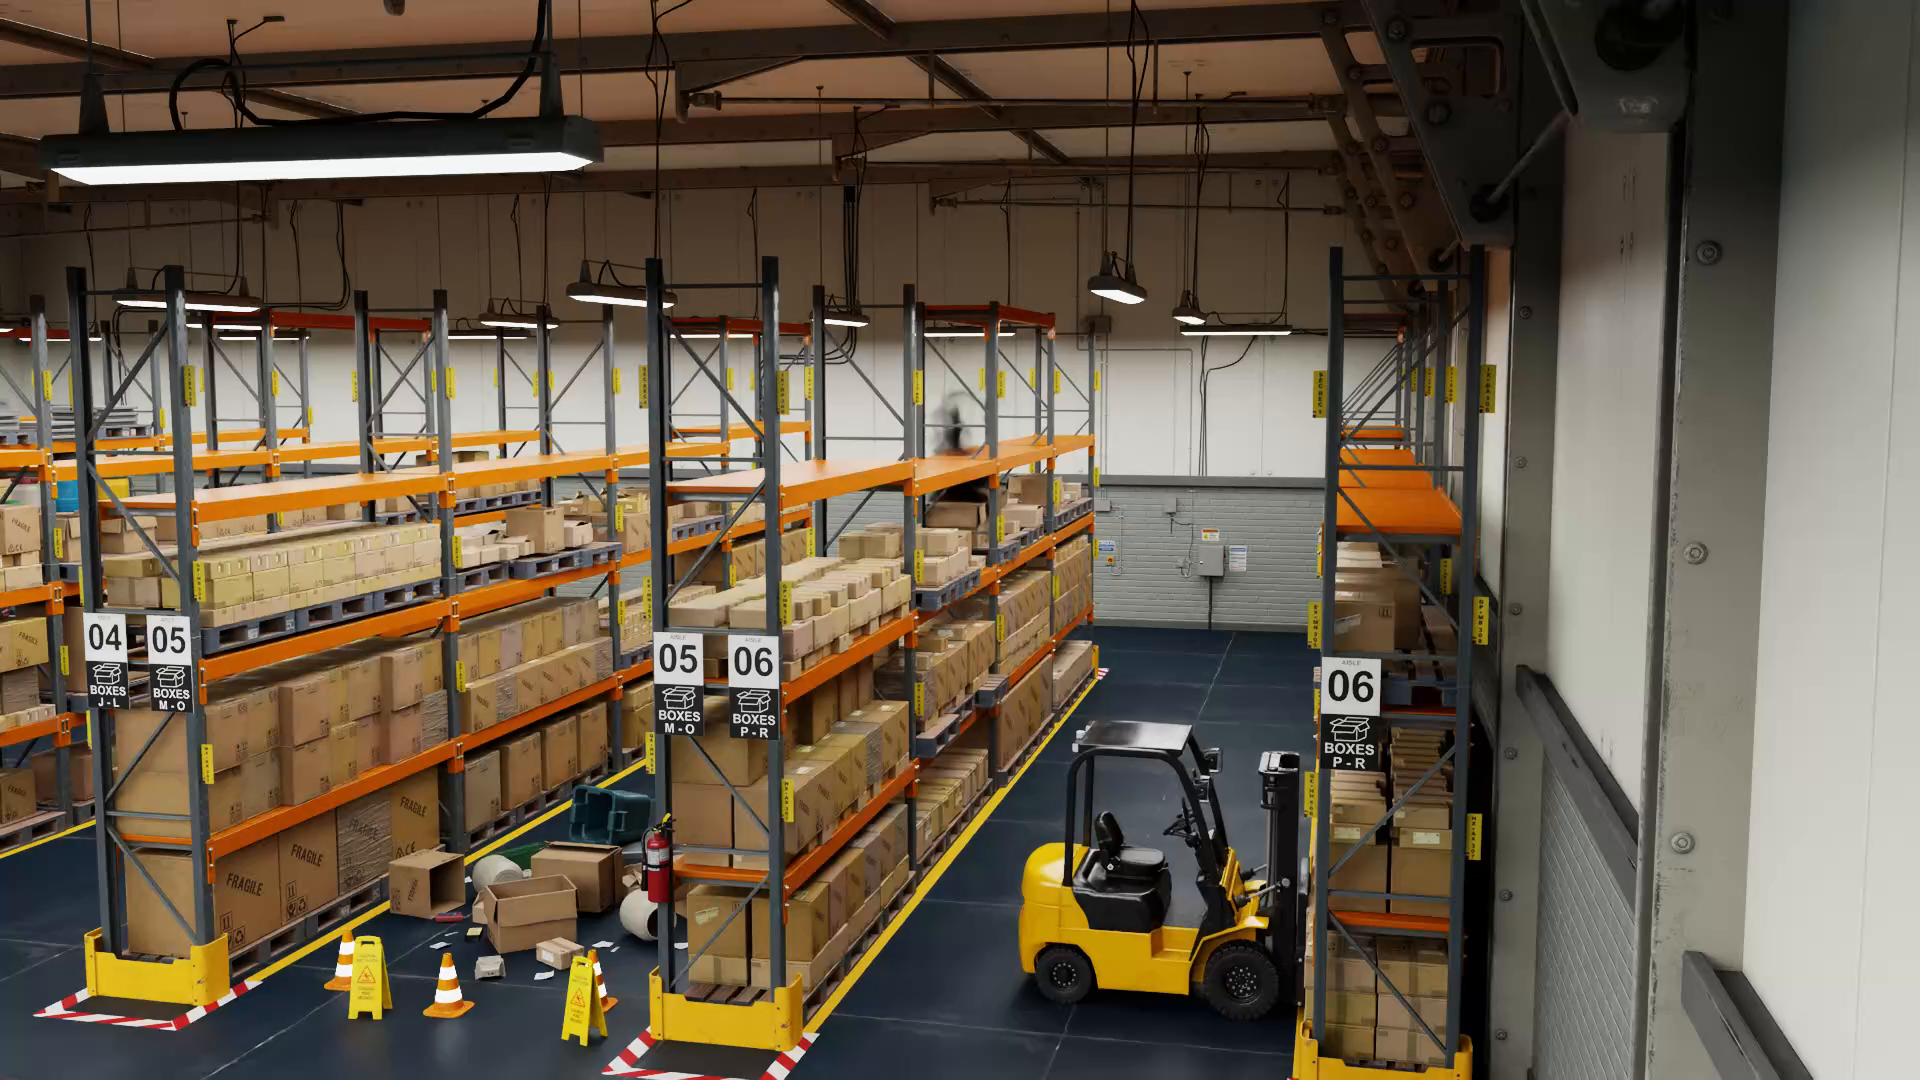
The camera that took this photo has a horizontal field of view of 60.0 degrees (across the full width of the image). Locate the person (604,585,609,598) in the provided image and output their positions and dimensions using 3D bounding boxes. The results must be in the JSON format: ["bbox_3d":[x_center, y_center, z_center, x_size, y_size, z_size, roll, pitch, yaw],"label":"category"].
[{"bbox_3d":[-5.604,1.587,26.602,0.716,1.755,1.020,2,6,16],"label":"person"}]
